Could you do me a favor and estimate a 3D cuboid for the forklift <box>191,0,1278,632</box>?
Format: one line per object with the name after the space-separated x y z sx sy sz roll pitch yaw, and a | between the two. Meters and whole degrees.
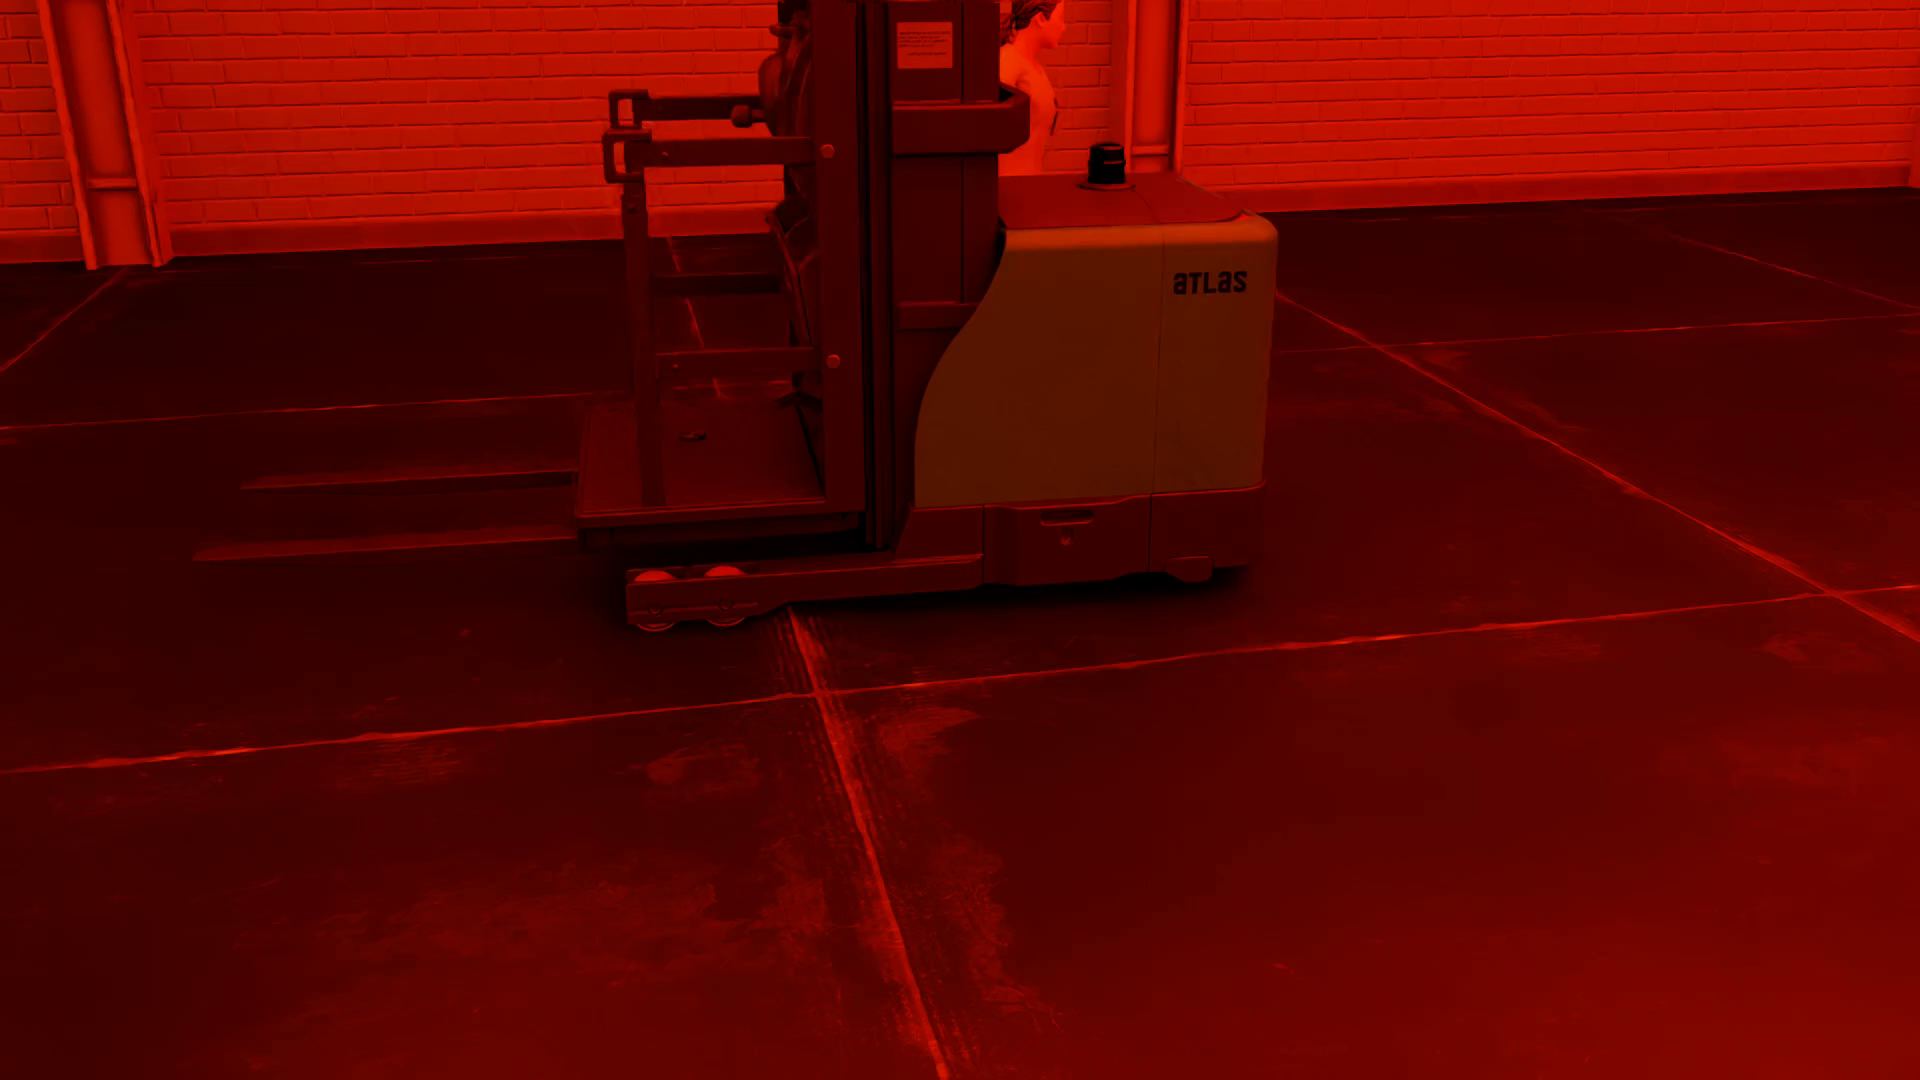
-0.664 -1.318 4.641 3.031 2.935 1.130 -4 21 -10 | forklift

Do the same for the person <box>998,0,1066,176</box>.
0.204 -1.355 6.569 0.390 1.645 0.779 5 22 13 | person
